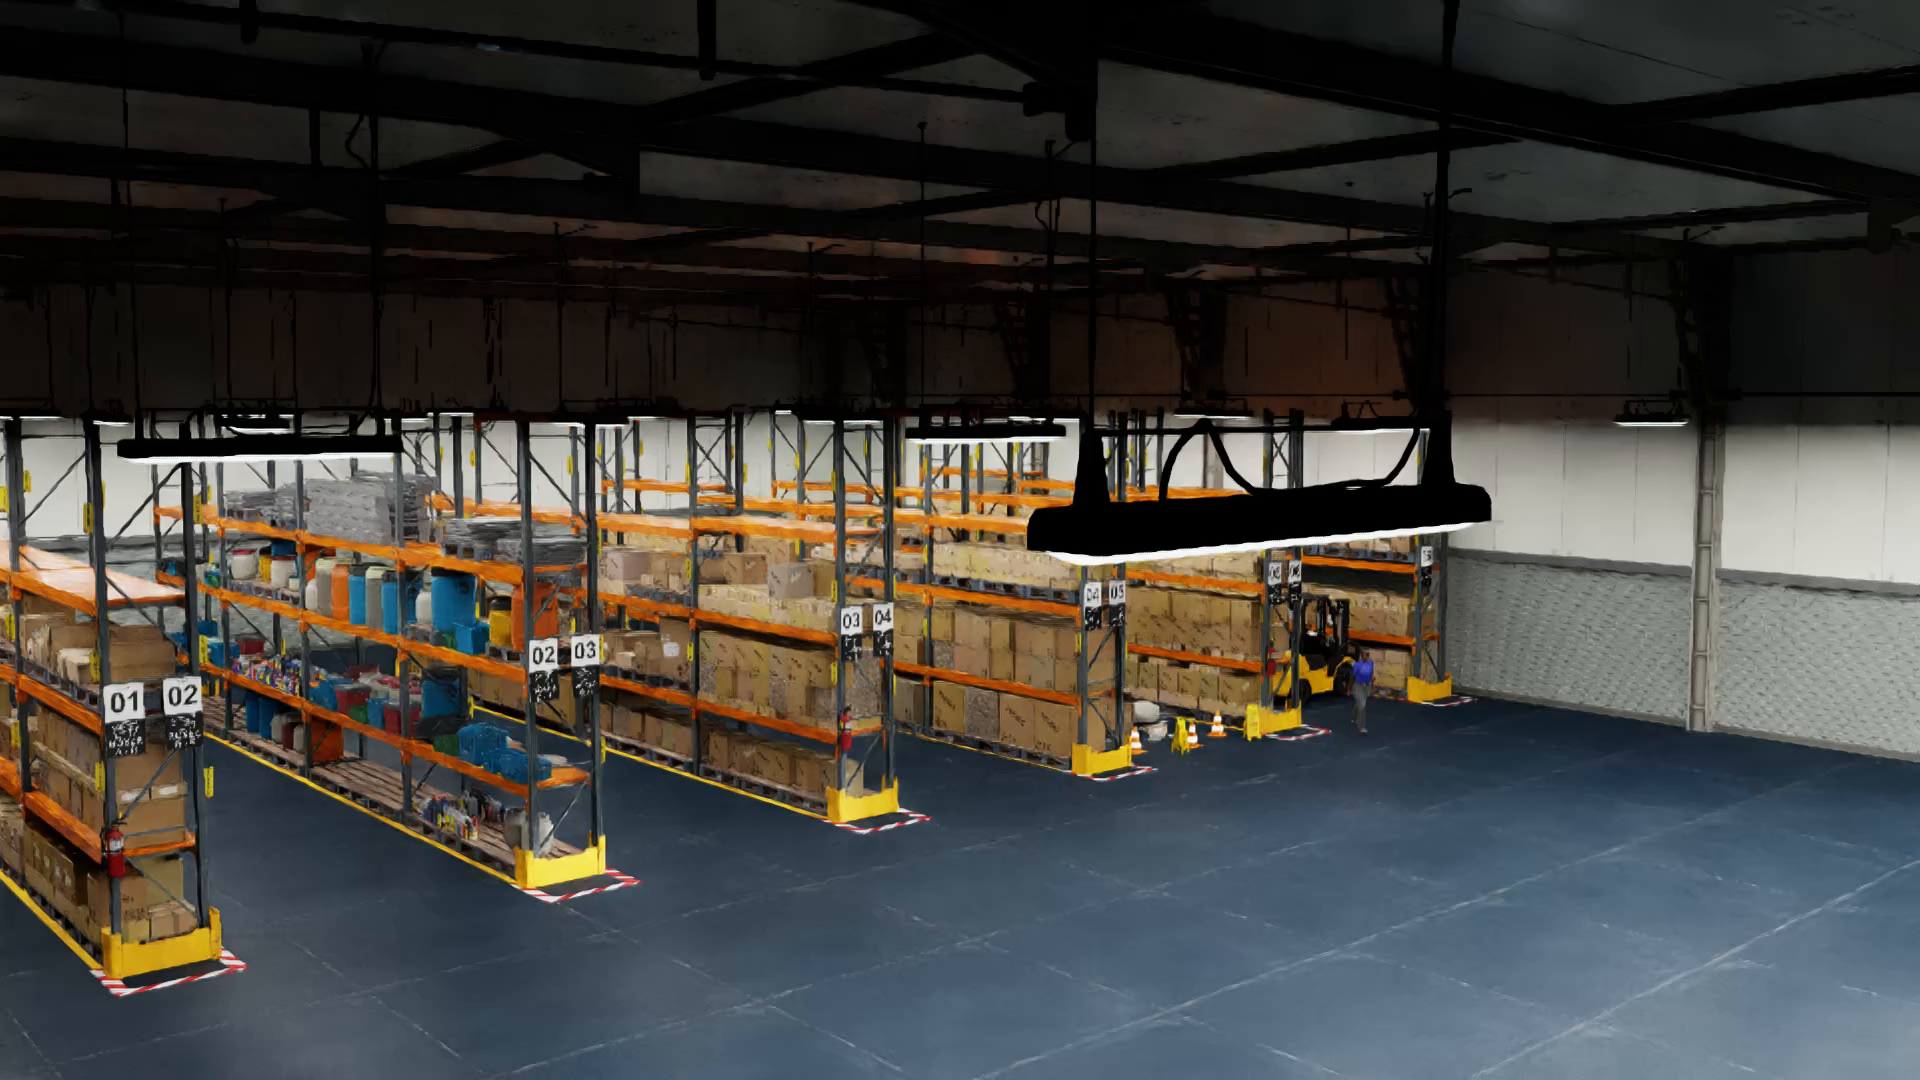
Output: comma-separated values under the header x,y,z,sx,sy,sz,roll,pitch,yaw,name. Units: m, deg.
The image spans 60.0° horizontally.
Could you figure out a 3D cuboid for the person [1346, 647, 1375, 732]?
x,y,z,sx,sy,sz,roll,pitch,yaw,name
7.569,2.778,31.373,0.505,1.591,0.939,-2,5,-20,person
